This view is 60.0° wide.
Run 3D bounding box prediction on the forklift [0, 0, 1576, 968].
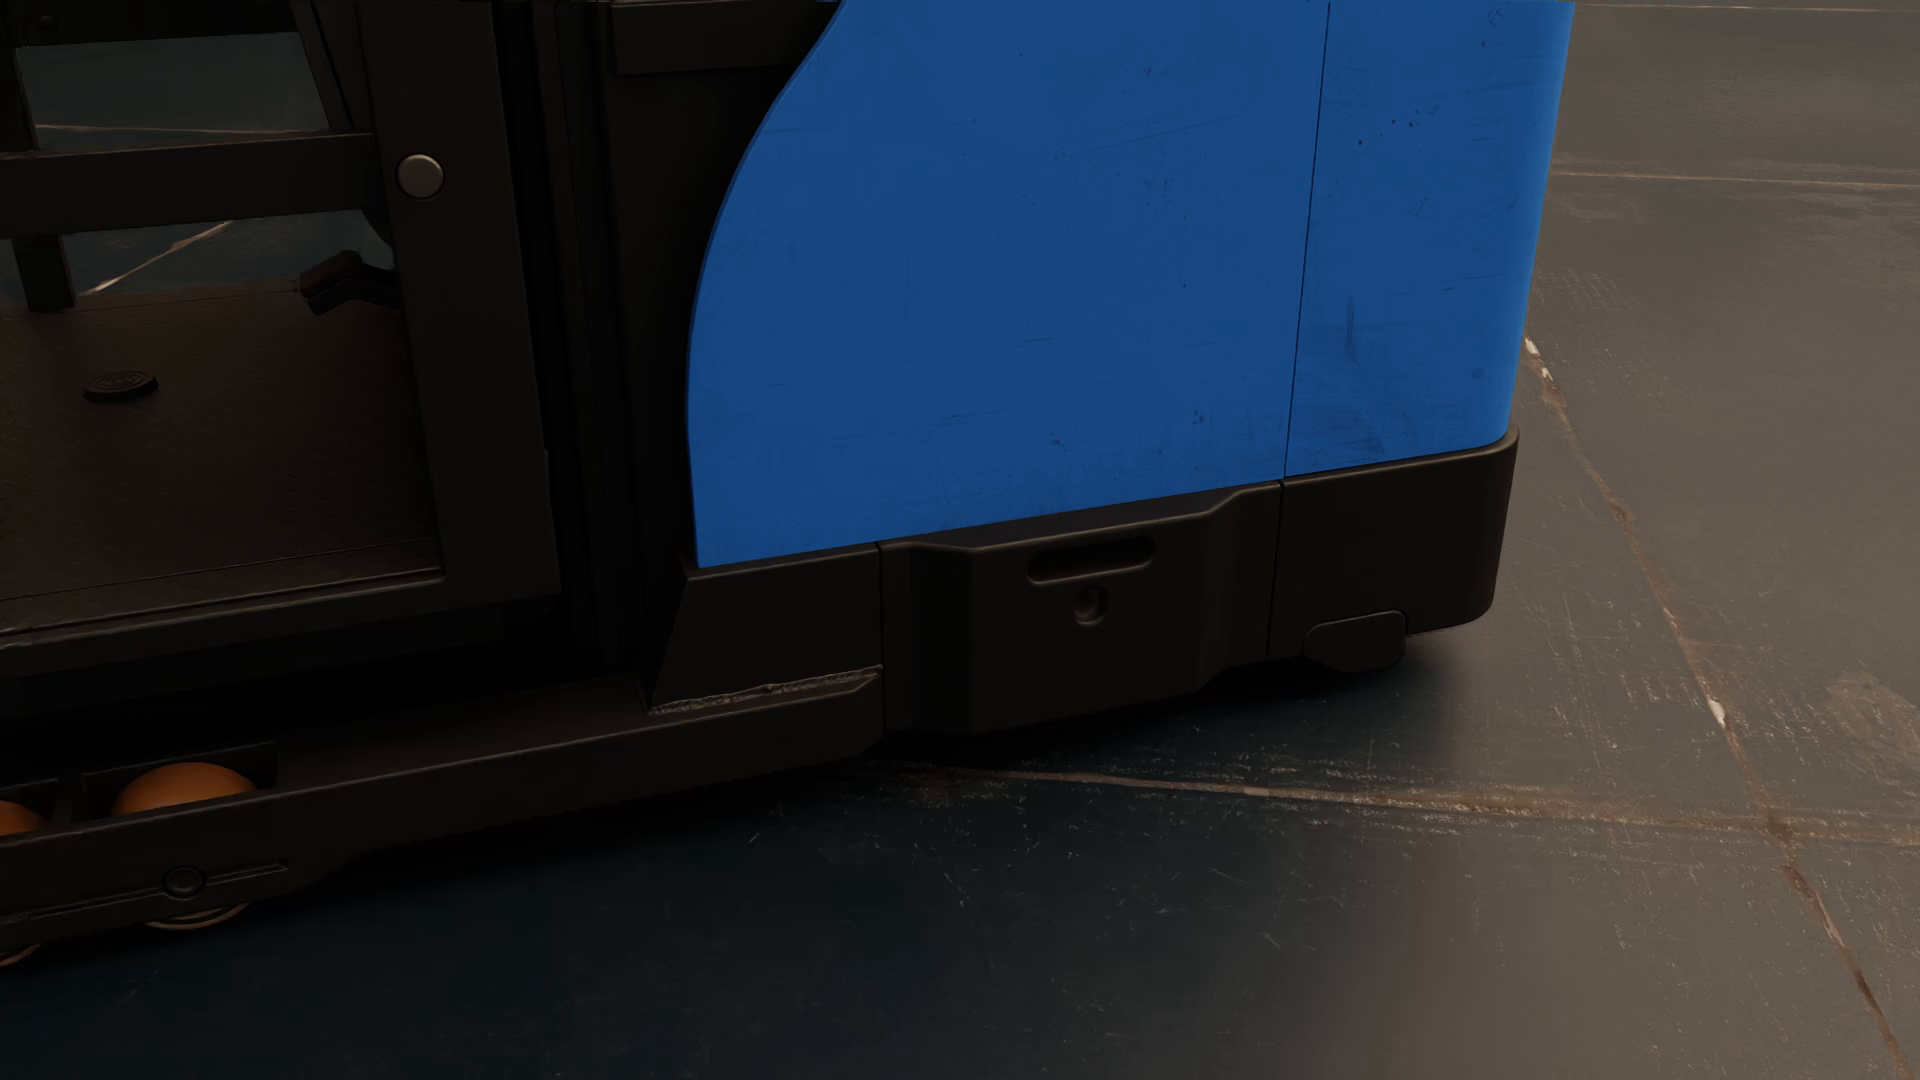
[{"bbox_3d":[-0.871,-1.151,1.523,3.031,2.935,1.130,-9,28,-17],"label":"forklift"}]
